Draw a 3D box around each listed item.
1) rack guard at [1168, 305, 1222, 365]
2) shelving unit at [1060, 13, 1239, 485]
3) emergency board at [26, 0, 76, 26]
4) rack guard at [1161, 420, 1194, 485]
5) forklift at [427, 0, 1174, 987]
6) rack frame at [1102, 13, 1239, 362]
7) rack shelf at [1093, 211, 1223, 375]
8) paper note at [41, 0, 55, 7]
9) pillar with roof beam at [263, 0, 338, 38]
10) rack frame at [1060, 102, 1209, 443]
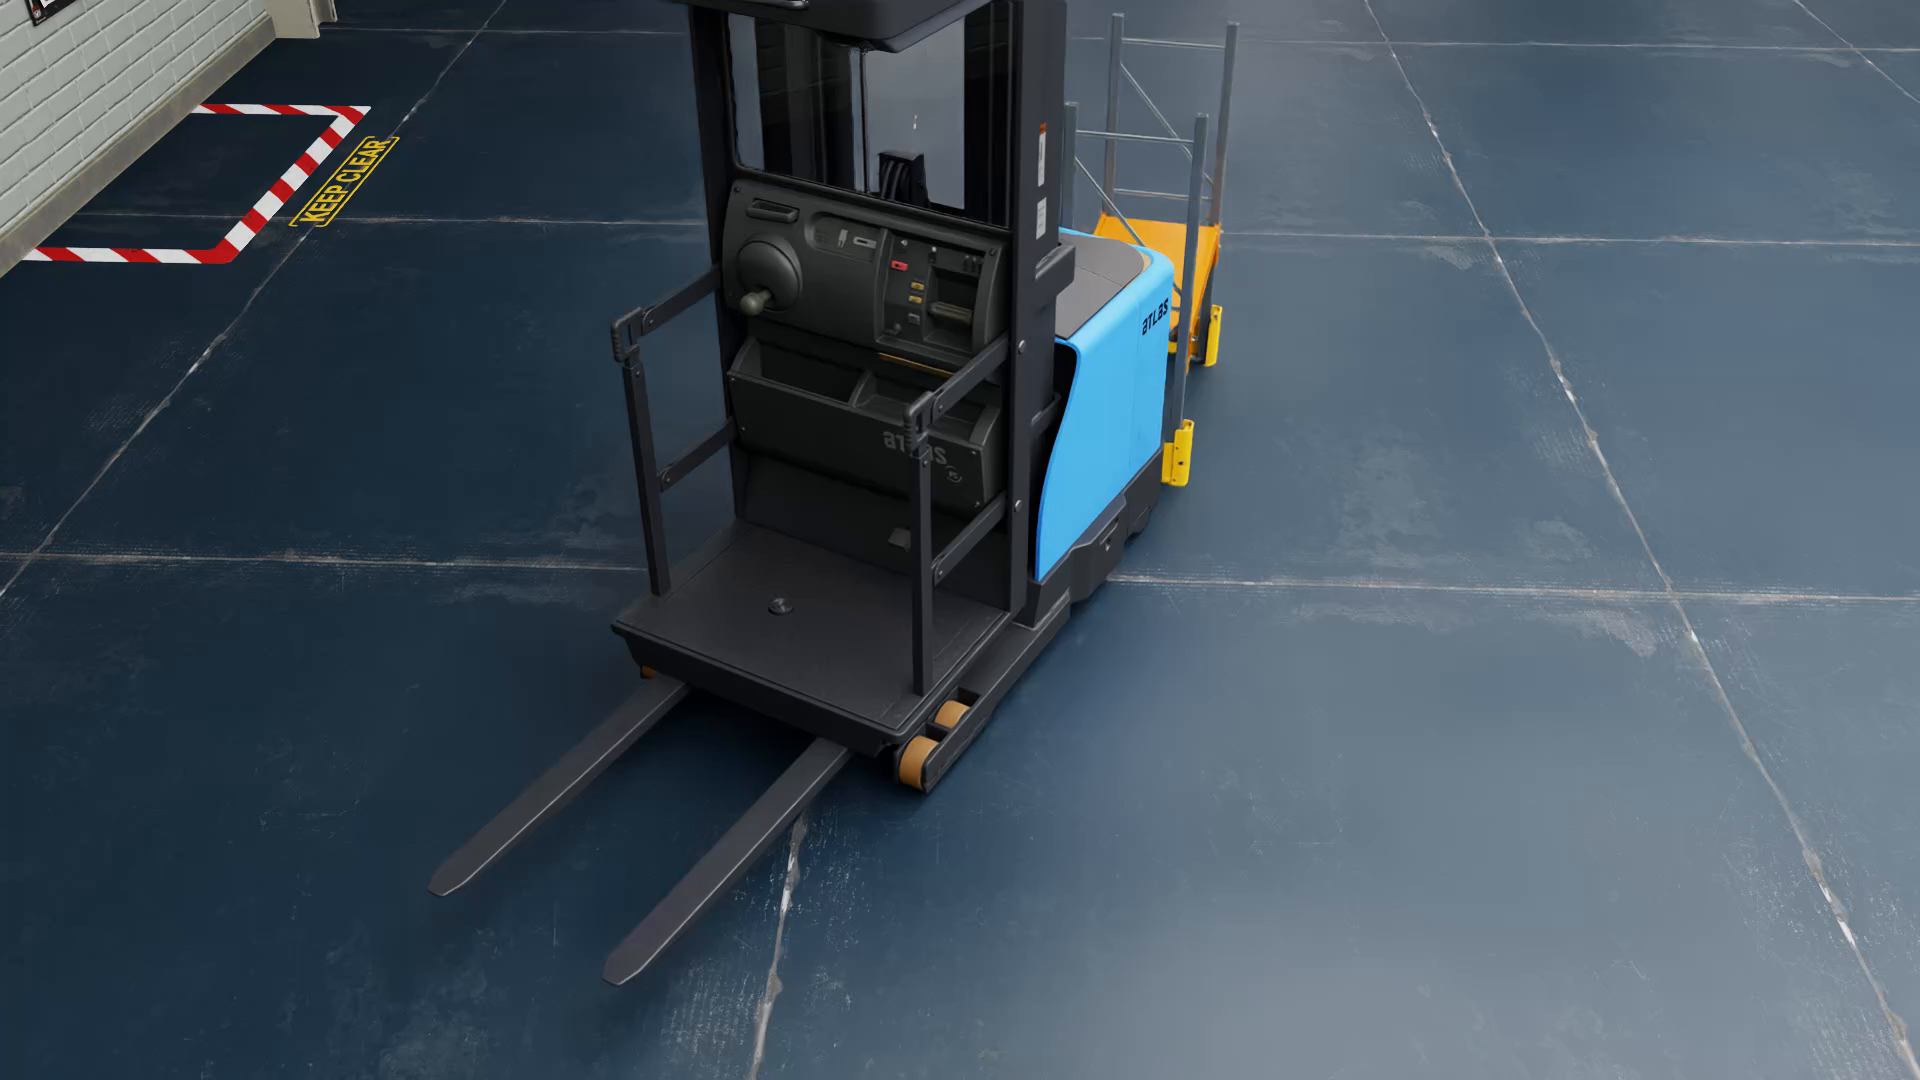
[{"bbox_3d":[0.852,-0.935,7.363,0.587,0.250,0.087,8,36,11],"label":"rack guard"},{"bbox_3d":[0.734,-1.168,6.608,0.587,1.500,1.083,8,36,11],"label":"shelving unit"},{"bbox_3d":[-4.536,-3.225,8.231,0.157,1.169,0.626,1,35,2],"label":"emergency board"},{"bbox_3d":[0.617,-0.378,6.571,0.587,0.250,0.087,8,36,11],"label":"rack guard"},{"bbox_3d":[-0.407,-0.728,4.737,1.130,2.935,3.031,18,39,24],"label":"forklift"},{"bbox_3d":[0.852,-1.447,7.005,0.500,1.500,0.032,8,36,11],"label":"rack frame"},{"bbox_3d":[0.732,-1.016,6.704,0.538,0.185,1.000,8,36,11],"label":"rack shelf"},{"bbox_3d":[-4.594,-2.769,8.348,0.016,0.148,0.142,1,35,2],"label":"paper note"},{"bbox_3d":[-0.079,-7.004,8.390,9.100,9.000,0.400,1,35,2],"label":"pillar with roof beam"},{"bbox_3d":[0.613,-0.879,6.196,0.500,1.500,0.032,8,36,11],"label":"rack frame"}]
